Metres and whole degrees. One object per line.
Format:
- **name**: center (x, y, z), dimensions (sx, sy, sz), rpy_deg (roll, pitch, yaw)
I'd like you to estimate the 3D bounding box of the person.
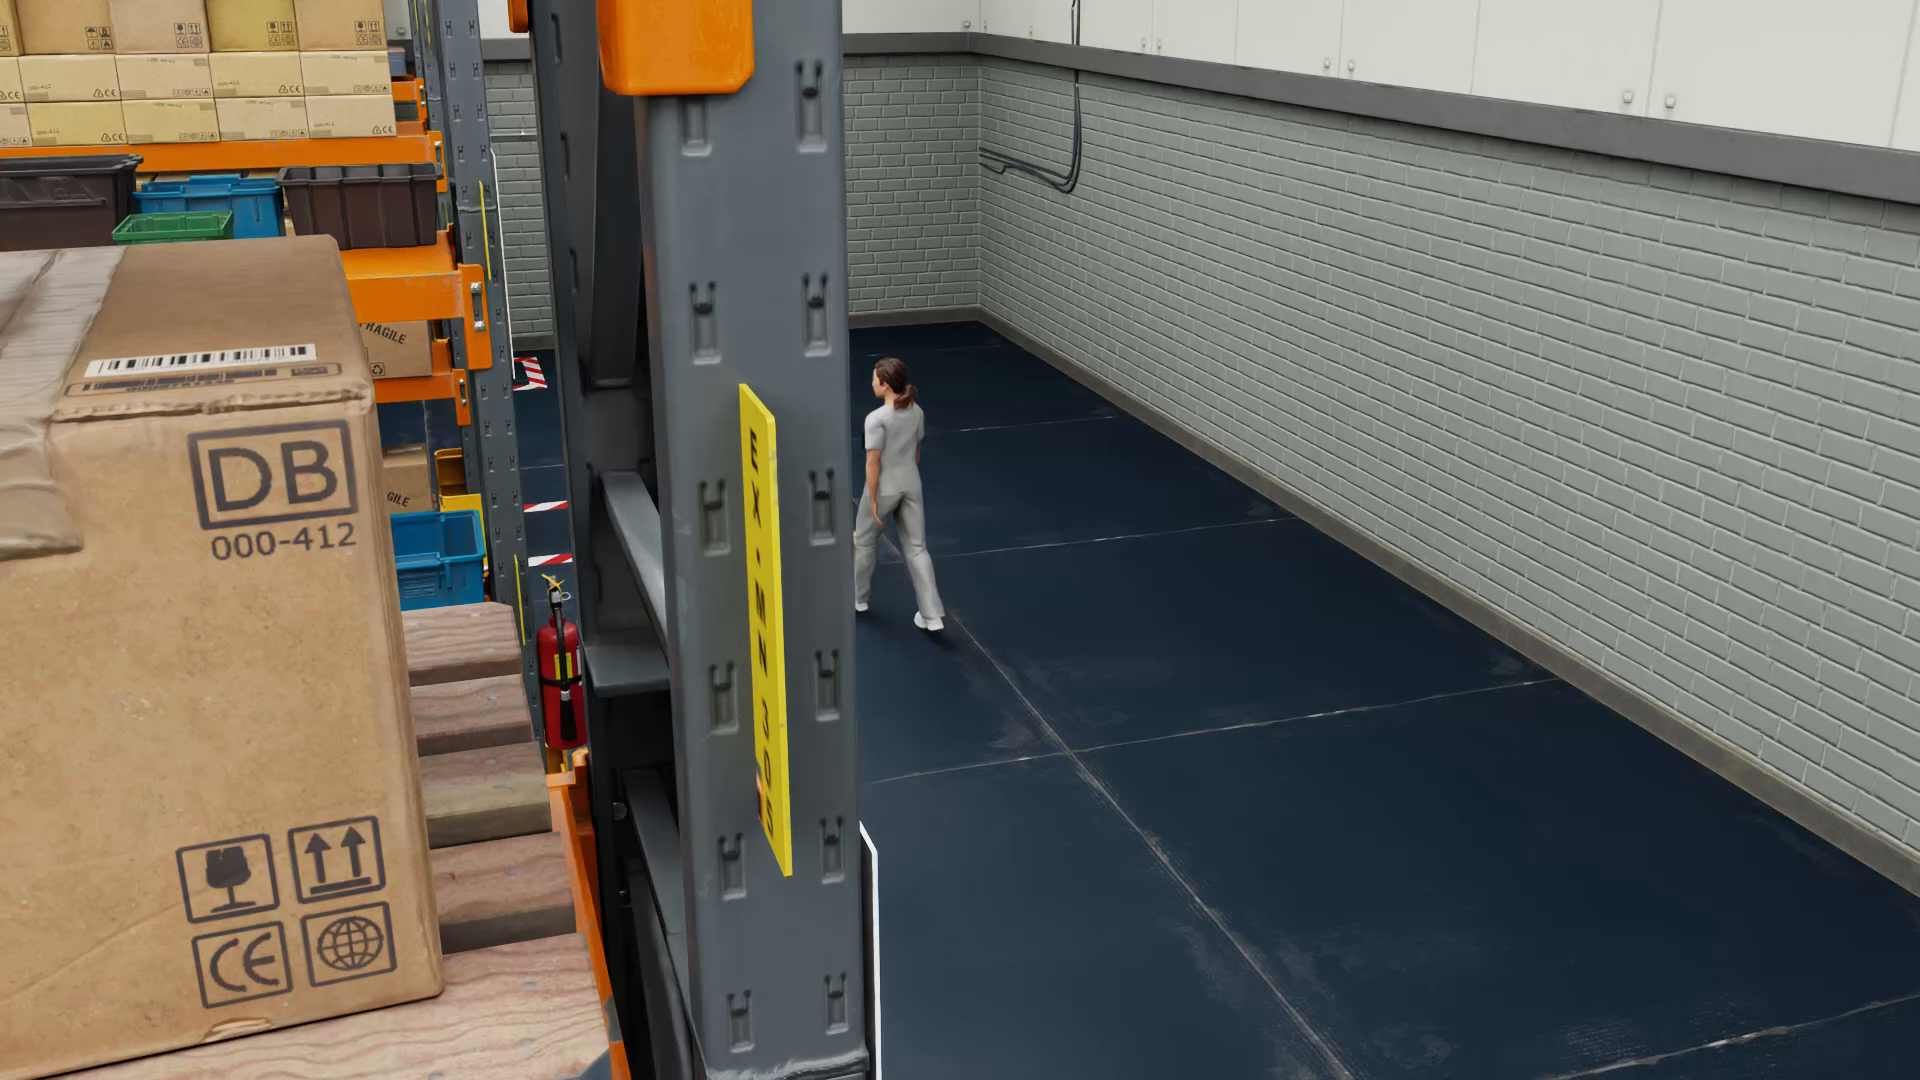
- **person**: center (-0.419, -0.298, 9.924), dimensions (0.447, 1.633, 0.948), rpy_deg (-12, 23, -31)
